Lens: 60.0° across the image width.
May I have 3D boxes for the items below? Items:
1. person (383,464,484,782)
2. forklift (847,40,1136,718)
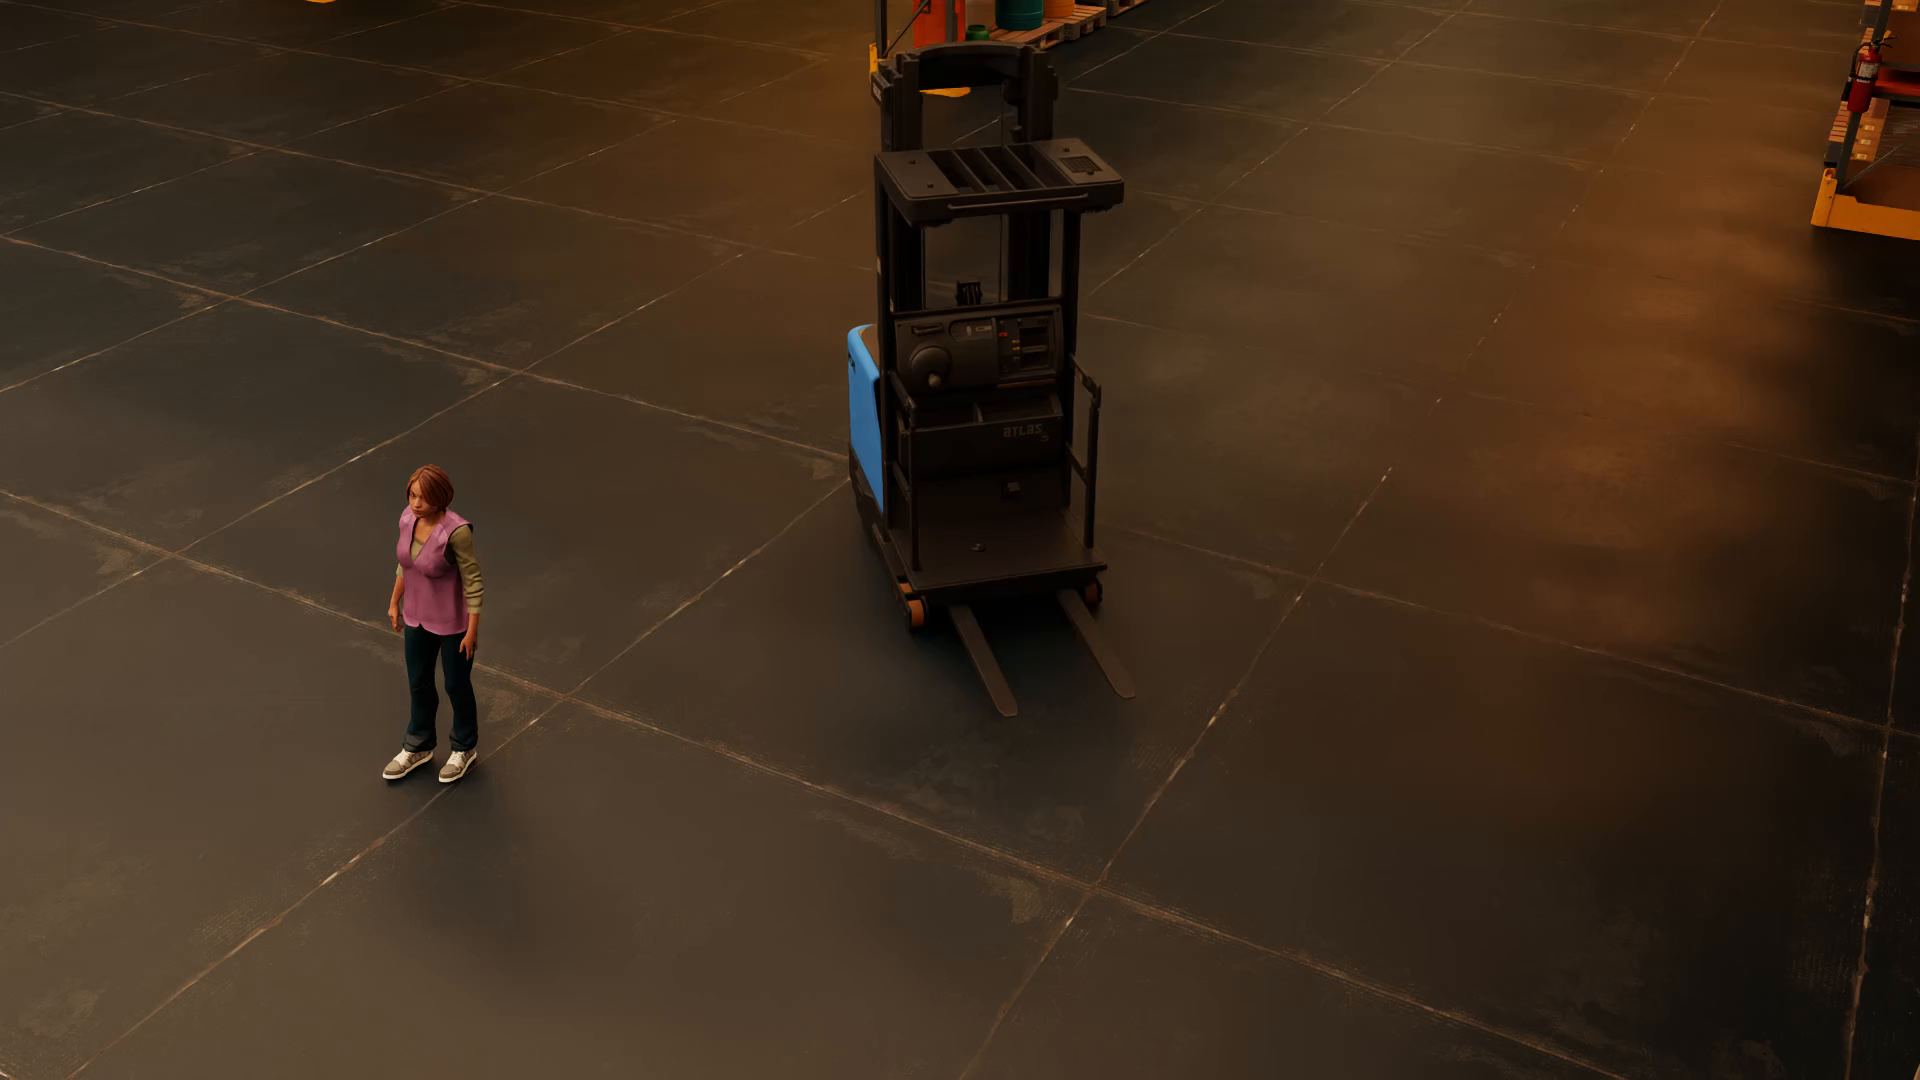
[{"bbox_3d":[-2.456,0.412,7.677,0.519,1.598,0.474,14,33,23],"label":"person"},{"bbox_3d":[0.165,-0.991,8.787,1.130,2.935,3.031,-7,31,-13],"label":"forklift"}]
